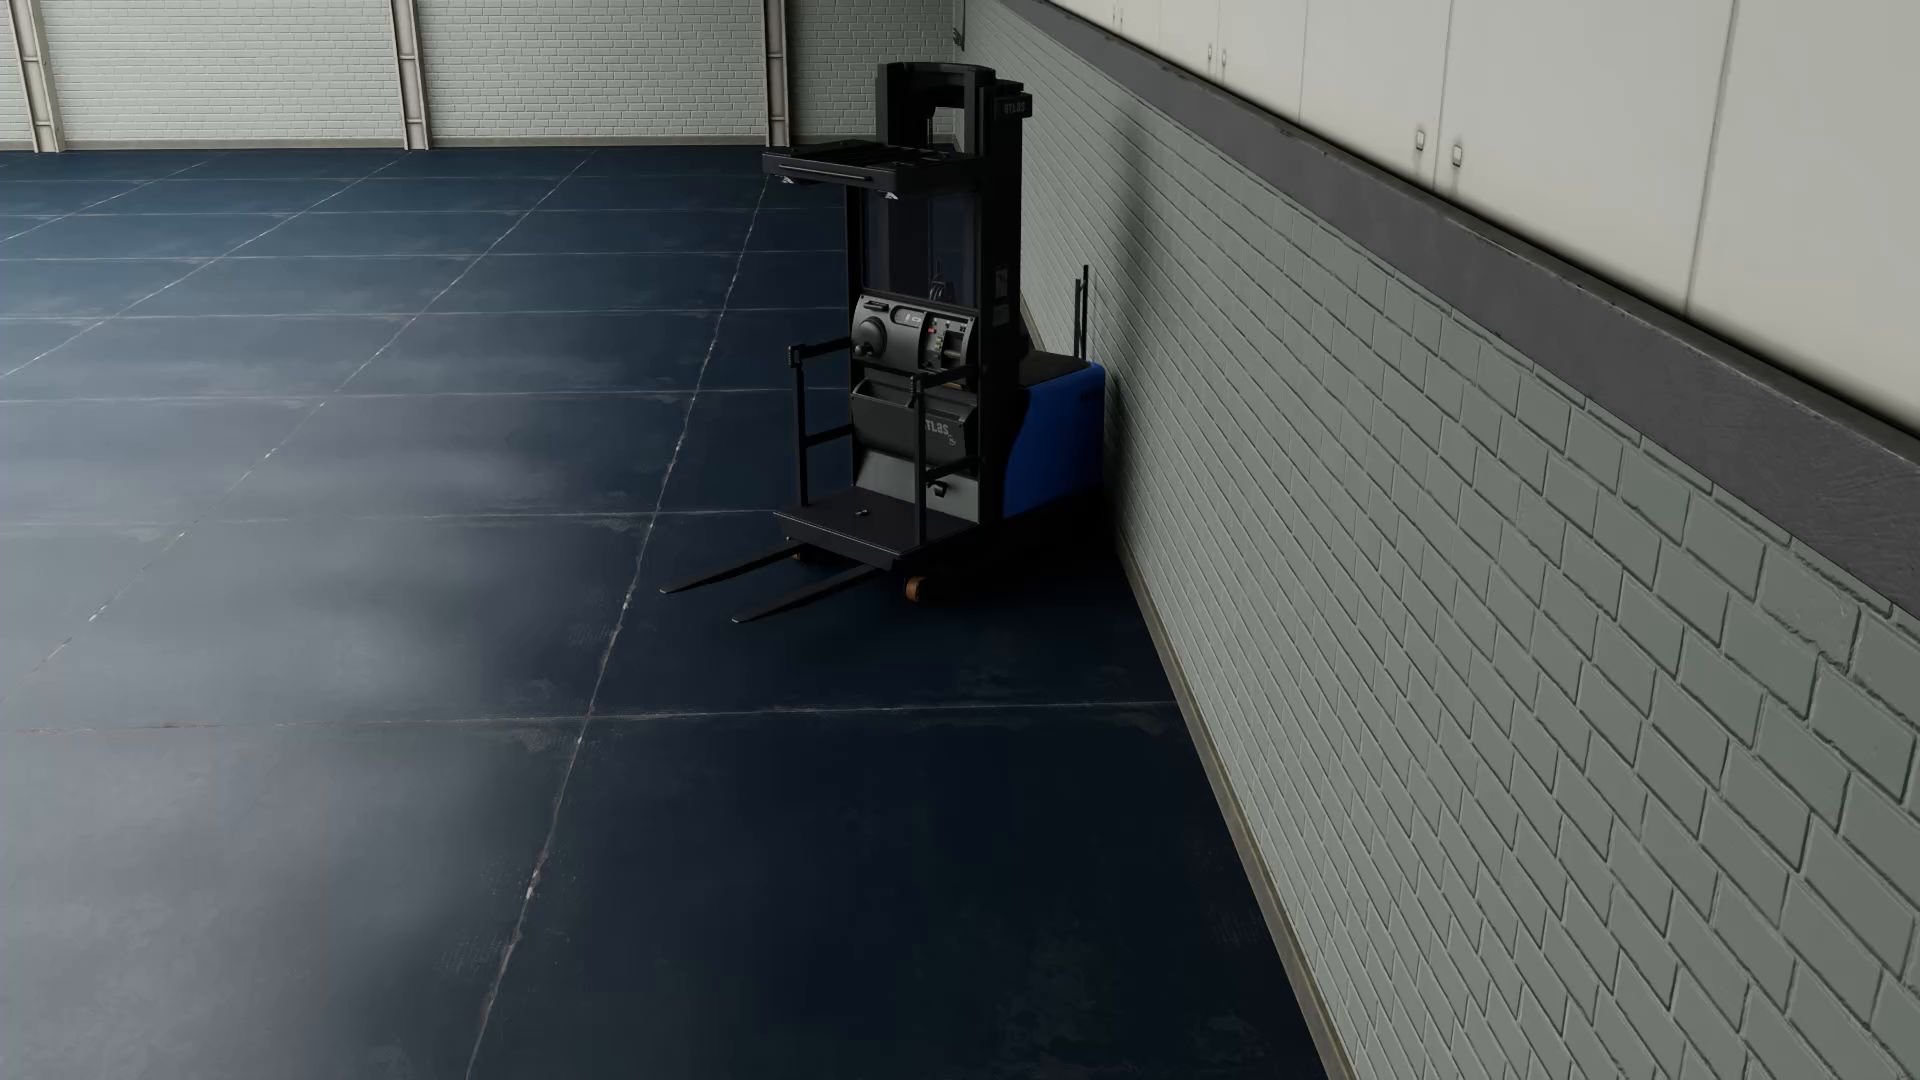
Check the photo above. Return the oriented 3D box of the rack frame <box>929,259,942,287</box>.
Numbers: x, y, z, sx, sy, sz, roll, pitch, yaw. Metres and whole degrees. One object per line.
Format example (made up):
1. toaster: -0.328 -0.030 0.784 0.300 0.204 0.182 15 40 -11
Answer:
1. rack frame: -0.183 -1.157 11.549 0.032 1.500 0.500 4 21 10

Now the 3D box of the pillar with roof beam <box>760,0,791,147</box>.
1. pillar with roof beam: -2.832 -9.366 22.573 0.400 9.000 9.100 -1 21 -3

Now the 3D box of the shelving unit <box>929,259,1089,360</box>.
1. shelving unit: 0.316 -1.123 11.461 1.048 1.500 0.538 4 21 10

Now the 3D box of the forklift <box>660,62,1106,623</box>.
1. forklift: -0.418 -1.203 9.662 1.130 2.935 3.031 18 27 38

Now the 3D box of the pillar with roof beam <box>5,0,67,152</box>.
1. pillar with roof beam: -14.813 -9.122 21.933 0.400 9.000 9.100 -1 21 -3

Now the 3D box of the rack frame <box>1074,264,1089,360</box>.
1. rack frame: 0.816 -1.090 11.374 0.032 1.500 0.500 4 21 10

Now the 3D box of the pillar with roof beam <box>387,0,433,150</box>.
1. pillar with roof beam: -8.823 -9.244 22.253 0.400 9.000 9.100 -1 21 -3

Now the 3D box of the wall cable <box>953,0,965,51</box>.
1. wall cable: -0.062 -9.034 26.066 0.112 2.526 3.097 -1 21 -3
